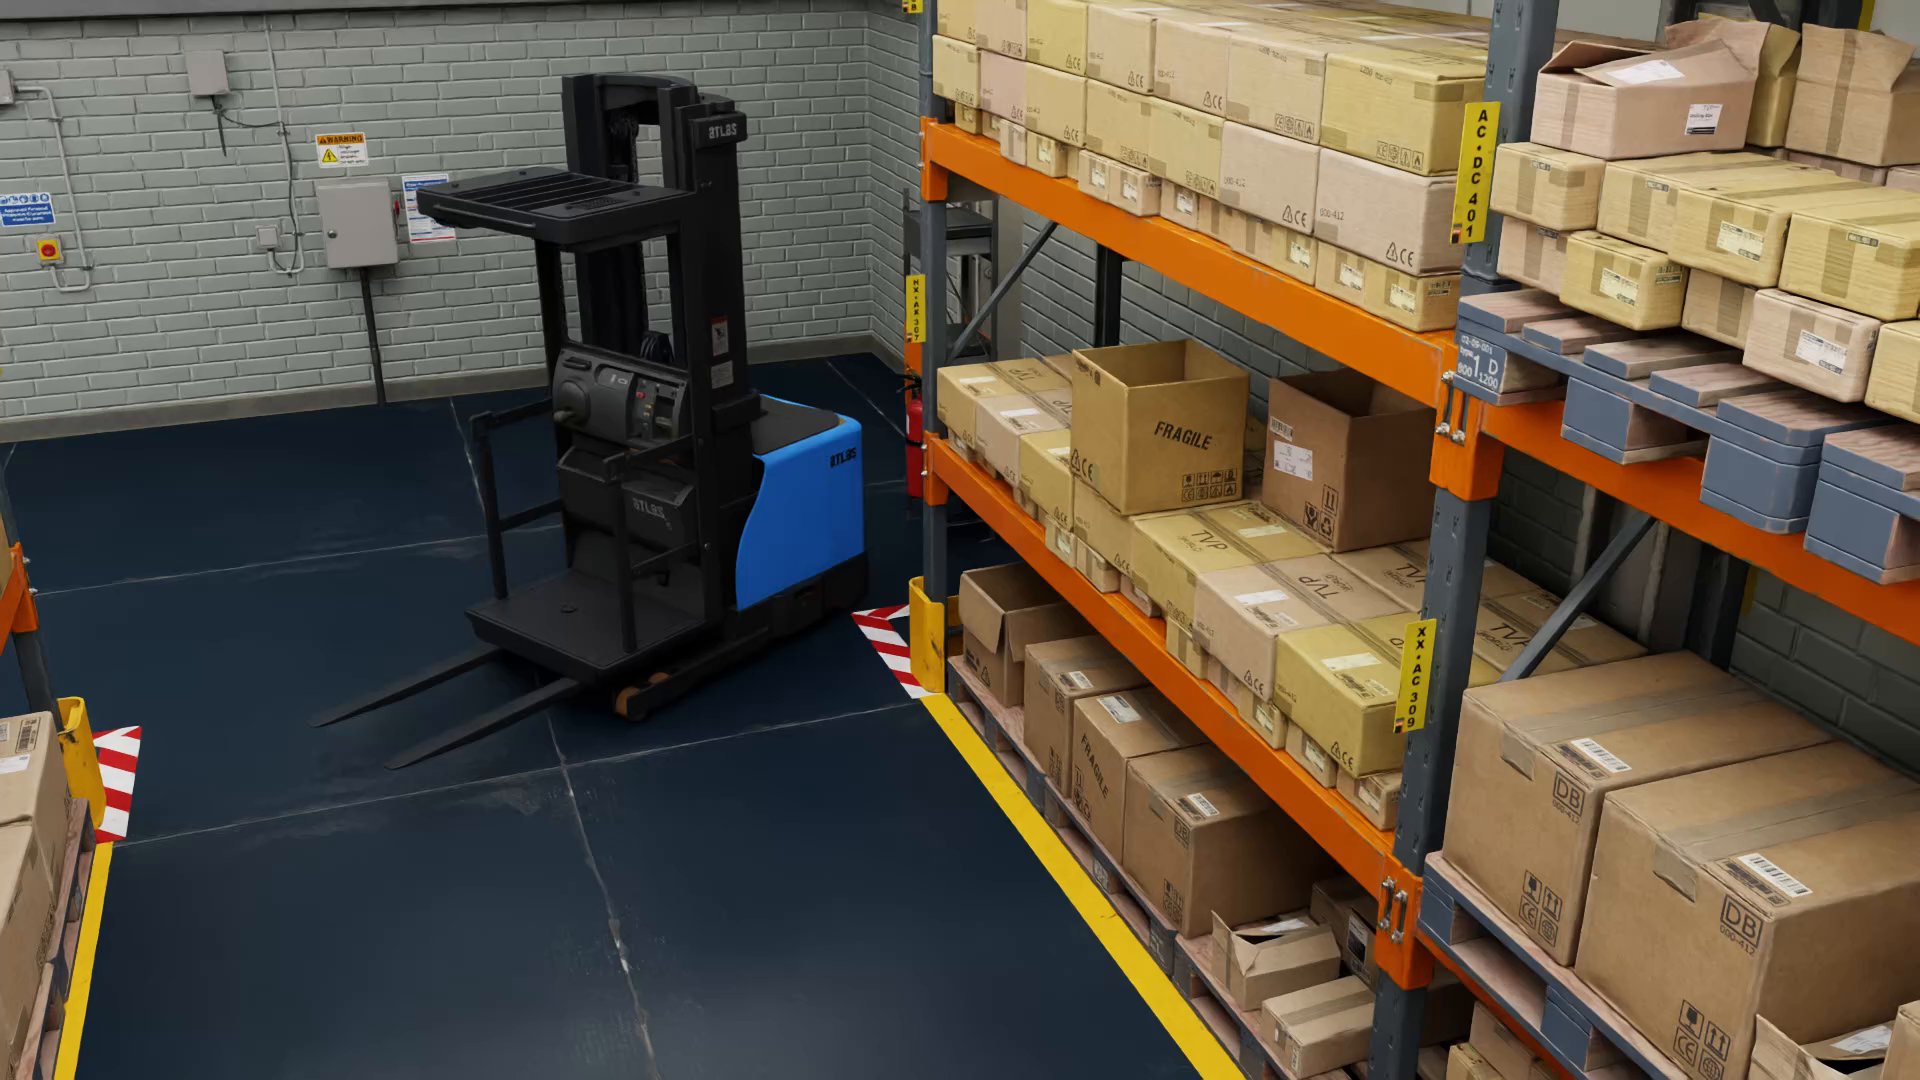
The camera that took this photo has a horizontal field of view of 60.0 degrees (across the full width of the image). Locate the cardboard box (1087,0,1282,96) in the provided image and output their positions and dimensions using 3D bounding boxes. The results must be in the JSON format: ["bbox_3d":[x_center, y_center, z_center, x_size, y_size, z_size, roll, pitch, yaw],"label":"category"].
[{"bbox_3d":[0.766,-1.702,5.731,0.500,0.250,0.500,-8,24,-18],"label":"cardboard box"}]

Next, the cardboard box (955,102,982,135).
[{"bbox_3d":[0.197,-1.888,7.329,0.380,0.149,0.250,-8,24,-18],"label":"cardboard box"}]

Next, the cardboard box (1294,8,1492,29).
[{"bbox_3d":[1.429,-1.586,5.455,0.500,0.250,0.500,-9,24,-20],"label":"cardboard box"}]

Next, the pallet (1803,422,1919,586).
[{"bbox_3d":[2.249,0.011,2.741,1.213,0.211,1.003,-8,24,-19],"label":"pallet"}]

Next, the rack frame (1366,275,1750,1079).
[{"bbox_3d":[1.715,0.684,4.765,1.000,3.000,0.127,-8,24,-19],"label":"rack frame"}]

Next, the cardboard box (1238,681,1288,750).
[{"bbox_3d":[1.140,0.536,5.440,0.380,0.149,0.250,-8,24,-18],"label":"cardboard box"}]

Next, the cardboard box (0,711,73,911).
[{"bbox_3d":[-4.013,1.126,6.474,0.875,0.438,0.875,-9,25,-21],"label":"cardboard box"}]

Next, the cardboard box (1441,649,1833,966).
[{"bbox_3d":[1.677,0.651,4.174,0.700,0.500,0.500,-8,24,-18],"label":"cardboard box"}]

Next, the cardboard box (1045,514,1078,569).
[{"bbox_3d":[0.570,-0.022,6.762,0.380,0.149,0.250,-9,24,-20],"label":"cardboard box"}]

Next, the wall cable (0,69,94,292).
[{"bbox_3d":[-6.354,-2.615,11.244,0.585,1.953,0.123,-8,24,-19],"label":"wall cable"}]

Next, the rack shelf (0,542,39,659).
[{"bbox_3d":[-3.634,0.971,5.010,1.077,0.370,4.000,-8,24,-19],"label":"rack shelf"}]

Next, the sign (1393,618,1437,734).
[{"bbox_3d":[1.210,0.362,4.413,0.100,0.325,0.005,-8,24,-19],"label":"sign"}]

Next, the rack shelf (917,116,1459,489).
[{"bbox_3d":[1.009,-1.093,6.046,1.077,0.370,4.000,-8,24,-19],"label":"rack shelf"}]

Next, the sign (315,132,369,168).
[{"bbox_3d":[-4.462,-2.816,12.006,0.339,0.242,0.001,-8,24,-19],"label":"sign"}]

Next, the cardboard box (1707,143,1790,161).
[{"bbox_3d":[1.930,-0.866,3.852,0.380,0.149,0.250,-9,24,-20],"label":"cardboard box"}]

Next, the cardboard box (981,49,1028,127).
[{"bbox_3d":[0.402,-1.839,6.699,0.500,0.250,0.500,-8,24,-18],"label":"cardboard box"}]

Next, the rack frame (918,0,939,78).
[{"bbox_3d":[0.302,-3.534,7.048,1.000,3.000,0.127,-8,24,-19],"label":"rack frame"}]

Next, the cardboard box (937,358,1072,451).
[{"bbox_3d":[0.210,-0.635,7.706,0.500,0.250,0.500,-8,24,-19],"label":"cardboard box"}]

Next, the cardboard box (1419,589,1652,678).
[{"bbox_3d":[1.793,0.399,5.251,0.500,0.250,0.500,-9,24,-20],"label":"cardboard box"}]

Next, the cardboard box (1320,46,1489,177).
[{"bbox_3d":[1.312,-1.147,4.413,0.500,0.250,0.500,-8,24,-19],"label":"cardboard box"}]

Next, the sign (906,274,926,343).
[{"bbox_3d":[-0.205,-1.094,7.868,0.100,0.325,0.005,-8,24,-19],"label":"sign"}]

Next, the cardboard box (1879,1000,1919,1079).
[{"bbox_3d":[2.137,1.124,3.051,0.700,0.500,0.500,-8,24,-19],"label":"cardboard box"}]

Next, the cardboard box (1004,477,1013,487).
[{"bbox_3d":[0.420,-0.320,7.470,0.380,0.149,0.250,-9,24,-20],"label":"cardboard box"}]

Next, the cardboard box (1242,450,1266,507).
[{"bbox_3d":[1.249,-0.148,6.550,0.500,0.250,0.500,-8,24,-19],"label":"cardboard box"}]

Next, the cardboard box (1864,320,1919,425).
[{"bbox_3d":[1.812,-0.288,2.863,0.380,0.149,0.250,-9,24,-20],"label":"cardboard box"}]

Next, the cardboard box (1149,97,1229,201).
[{"bbox_3d":[0.947,-1.282,5.378,0.500,0.250,0.500,-8,24,-18],"label":"cardboard box"}]

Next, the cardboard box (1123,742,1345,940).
[{"bbox_3d":[1.062,1.117,6.414,0.700,0.500,0.500,-9,25,-21],"label":"cardboard box"}]

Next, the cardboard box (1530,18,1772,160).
[{"bbox_3d":[1.495,-0.993,3.618,0.396,0.266,0.258,-9,24,-20],"label":"cardboard box"}]

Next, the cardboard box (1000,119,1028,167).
[{"bbox_3d":[0.381,-1.596,6.636,0.380,0.149,0.250,-8,24,-18],"label":"cardboard box"}]

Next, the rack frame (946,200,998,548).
[{"bbox_3d":[0.028,-0.939,9.775,0.400,2.100,0.015,-8,24,-19],"label":"rack frame"}]

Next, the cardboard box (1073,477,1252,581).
[{"bbox_3d":[0.771,-0.086,6.401,0.500,0.250,0.500,-9,24,-20],"label":"cardboard box"}]

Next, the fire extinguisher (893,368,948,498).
[{"bbox_3d":[-0.182,-0.552,8.277,0.296,0.674,0.183,-8,24,-19],"label":"fire extinguisher"}]

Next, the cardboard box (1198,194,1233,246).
[{"bbox_3d":[0.992,-1.052,5.344,0.380,0.149,0.250,-8,24,-17],"label":"cardboard box"}]

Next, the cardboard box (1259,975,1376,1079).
[{"bbox_3d":[1.244,1.642,5.622,0.380,0.149,0.250,-9,25,-21],"label":"cardboard box"}]

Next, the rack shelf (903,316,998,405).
[{"bbox_3d":[-0.059,-1.015,9.990,0.431,0.518,0.480,-8,24,-19],"label":"rack shelf"}]

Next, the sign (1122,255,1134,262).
[{"bbox_3d":[0.828,-1.517,8.090,0.100,0.325,0.005,-8,24,-19],"label":"sign"}]

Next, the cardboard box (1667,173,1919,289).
[{"bbox_3d":[1.621,-0.605,3.233,0.380,0.149,0.250,-9,24,-20],"label":"cardboard box"}]

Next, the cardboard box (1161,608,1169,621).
[{"bbox_3d":[0.969,0.239,6.145,0.380,0.149,0.250,-8,24,-18],"label":"cardboard box"}]

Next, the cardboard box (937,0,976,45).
[{"bbox_3d":[0.224,-2.254,7.041,0.500,0.250,0.500,-9,24,-20],"label":"cardboard box"}]

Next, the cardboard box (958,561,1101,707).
[{"bbox_3d":[0.430,0.423,8.058,0.797,0.503,0.637,-9,25,-21],"label":"cardboard box"}]

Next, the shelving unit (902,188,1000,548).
[{"bbox_3d":[-0.059,-1.028,9.985,0.431,2.100,0.503,-8,24,-19],"label":"shelving unit"}]

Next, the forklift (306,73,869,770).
[{"bbox_3d":[-1.821,-0.681,8.092,1.130,2.935,3.031,17,28,35],"label":"forklift"}]

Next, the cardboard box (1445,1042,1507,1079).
[{"bbox_3d":[1.593,1.510,4.647,0.380,0.149,0.250,-7,24,-16],"label":"cardboard box"}]

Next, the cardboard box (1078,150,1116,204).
[{"bbox_3d":[0.648,-1.318,5.976,0.380,0.149,0.250,-8,24,-19],"label":"cardboard box"}]

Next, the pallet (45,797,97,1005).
[{"bbox_3d":[-3.984,1.478,6.472,1.003,0.211,1.213,-8,24,-19],"label":"pallet"}]

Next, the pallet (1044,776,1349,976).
[{"bbox_3d":[1.039,1.276,6.952,1.003,0.211,1.213,-8,24,-19],"label":"pallet"}]

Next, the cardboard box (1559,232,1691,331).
[{"bbox_3d":[1.508,-0.560,3.509,0.380,0.149,0.250,-8,24,-18],"label":"cardboard box"}]

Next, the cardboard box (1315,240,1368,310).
[{"bbox_3d":[1.228,-0.762,4.657,0.380,0.149,0.250,-8,24,-19],"label":"cardboard box"}]

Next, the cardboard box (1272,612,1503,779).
[{"bbox_3d":[1.307,0.465,5.096,0.500,0.250,0.500,-8,24,-18],"label":"cardboard box"}]
